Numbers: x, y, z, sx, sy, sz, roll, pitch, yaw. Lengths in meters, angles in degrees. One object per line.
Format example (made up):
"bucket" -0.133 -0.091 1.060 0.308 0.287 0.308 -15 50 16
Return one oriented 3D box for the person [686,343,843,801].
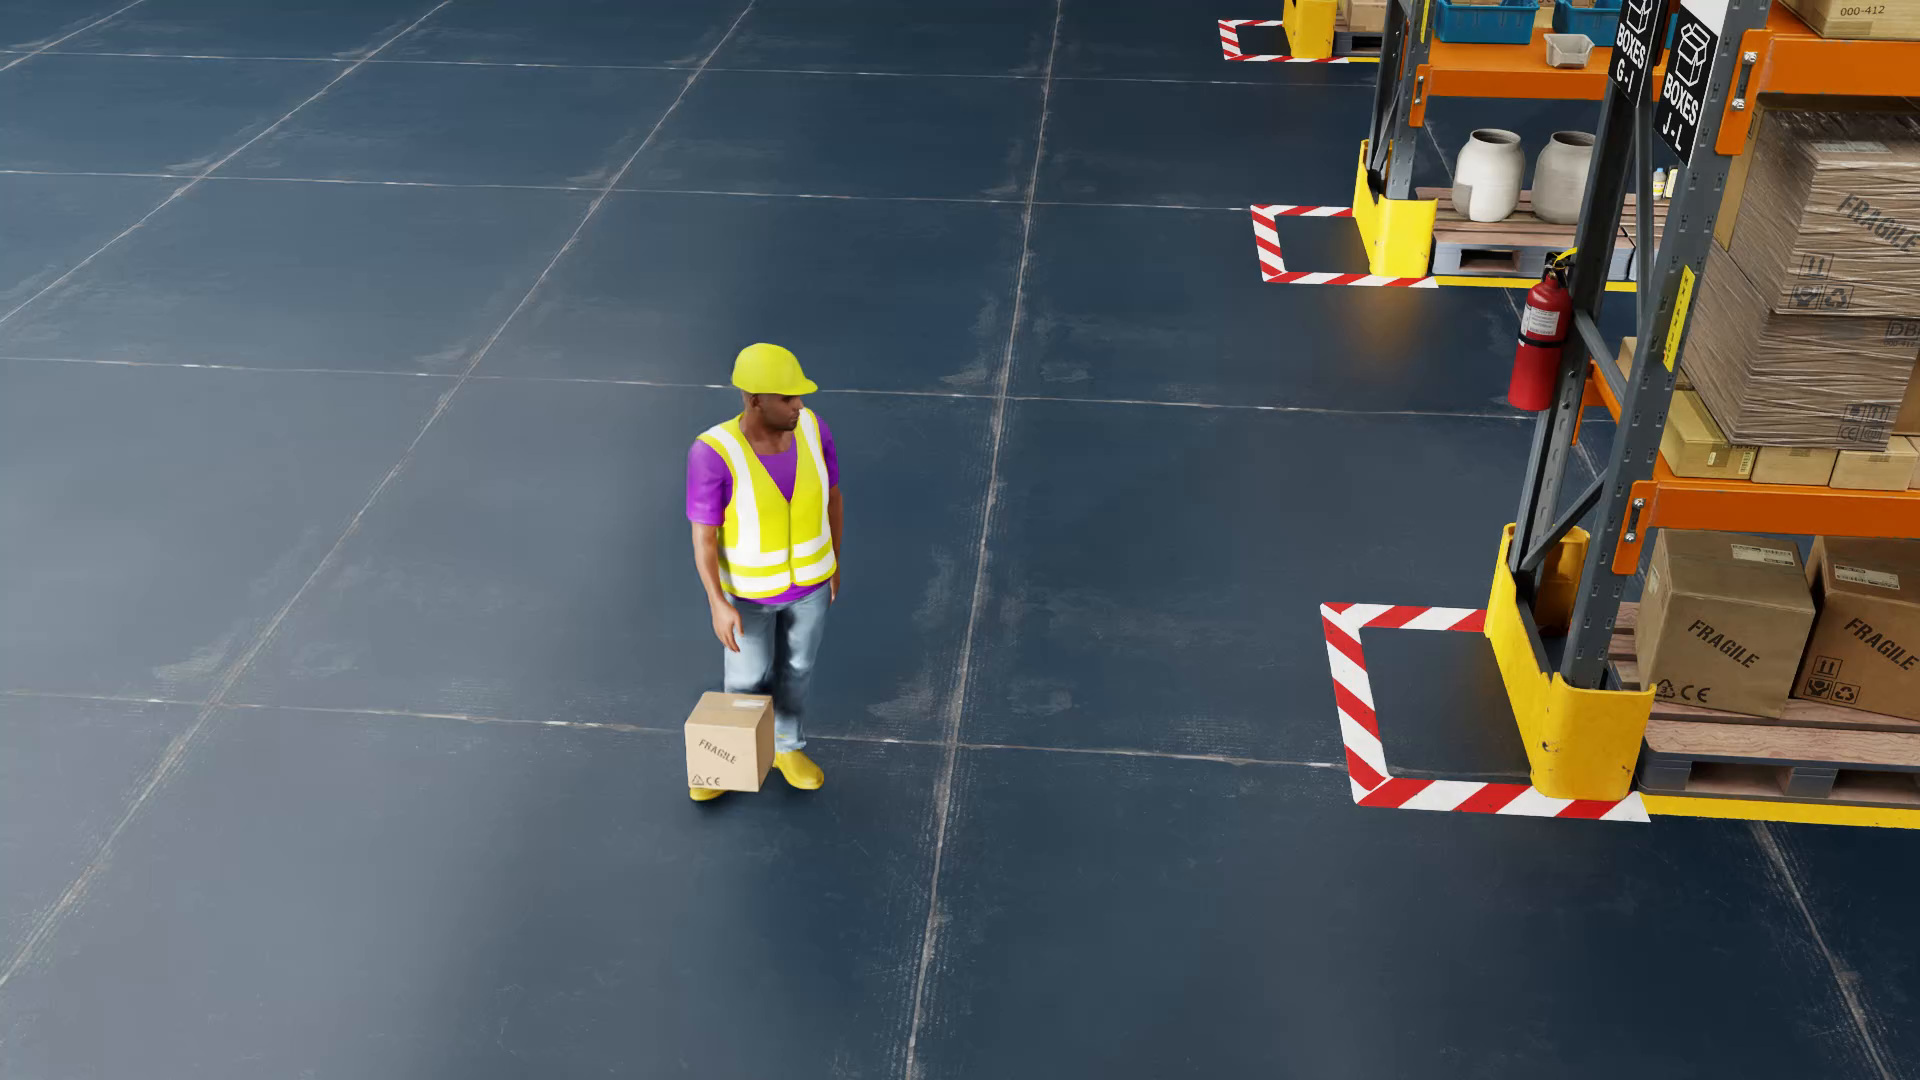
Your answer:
"person" -0.688 0.152 5.835 0.671 1.768 0.396 -17 36 -25
